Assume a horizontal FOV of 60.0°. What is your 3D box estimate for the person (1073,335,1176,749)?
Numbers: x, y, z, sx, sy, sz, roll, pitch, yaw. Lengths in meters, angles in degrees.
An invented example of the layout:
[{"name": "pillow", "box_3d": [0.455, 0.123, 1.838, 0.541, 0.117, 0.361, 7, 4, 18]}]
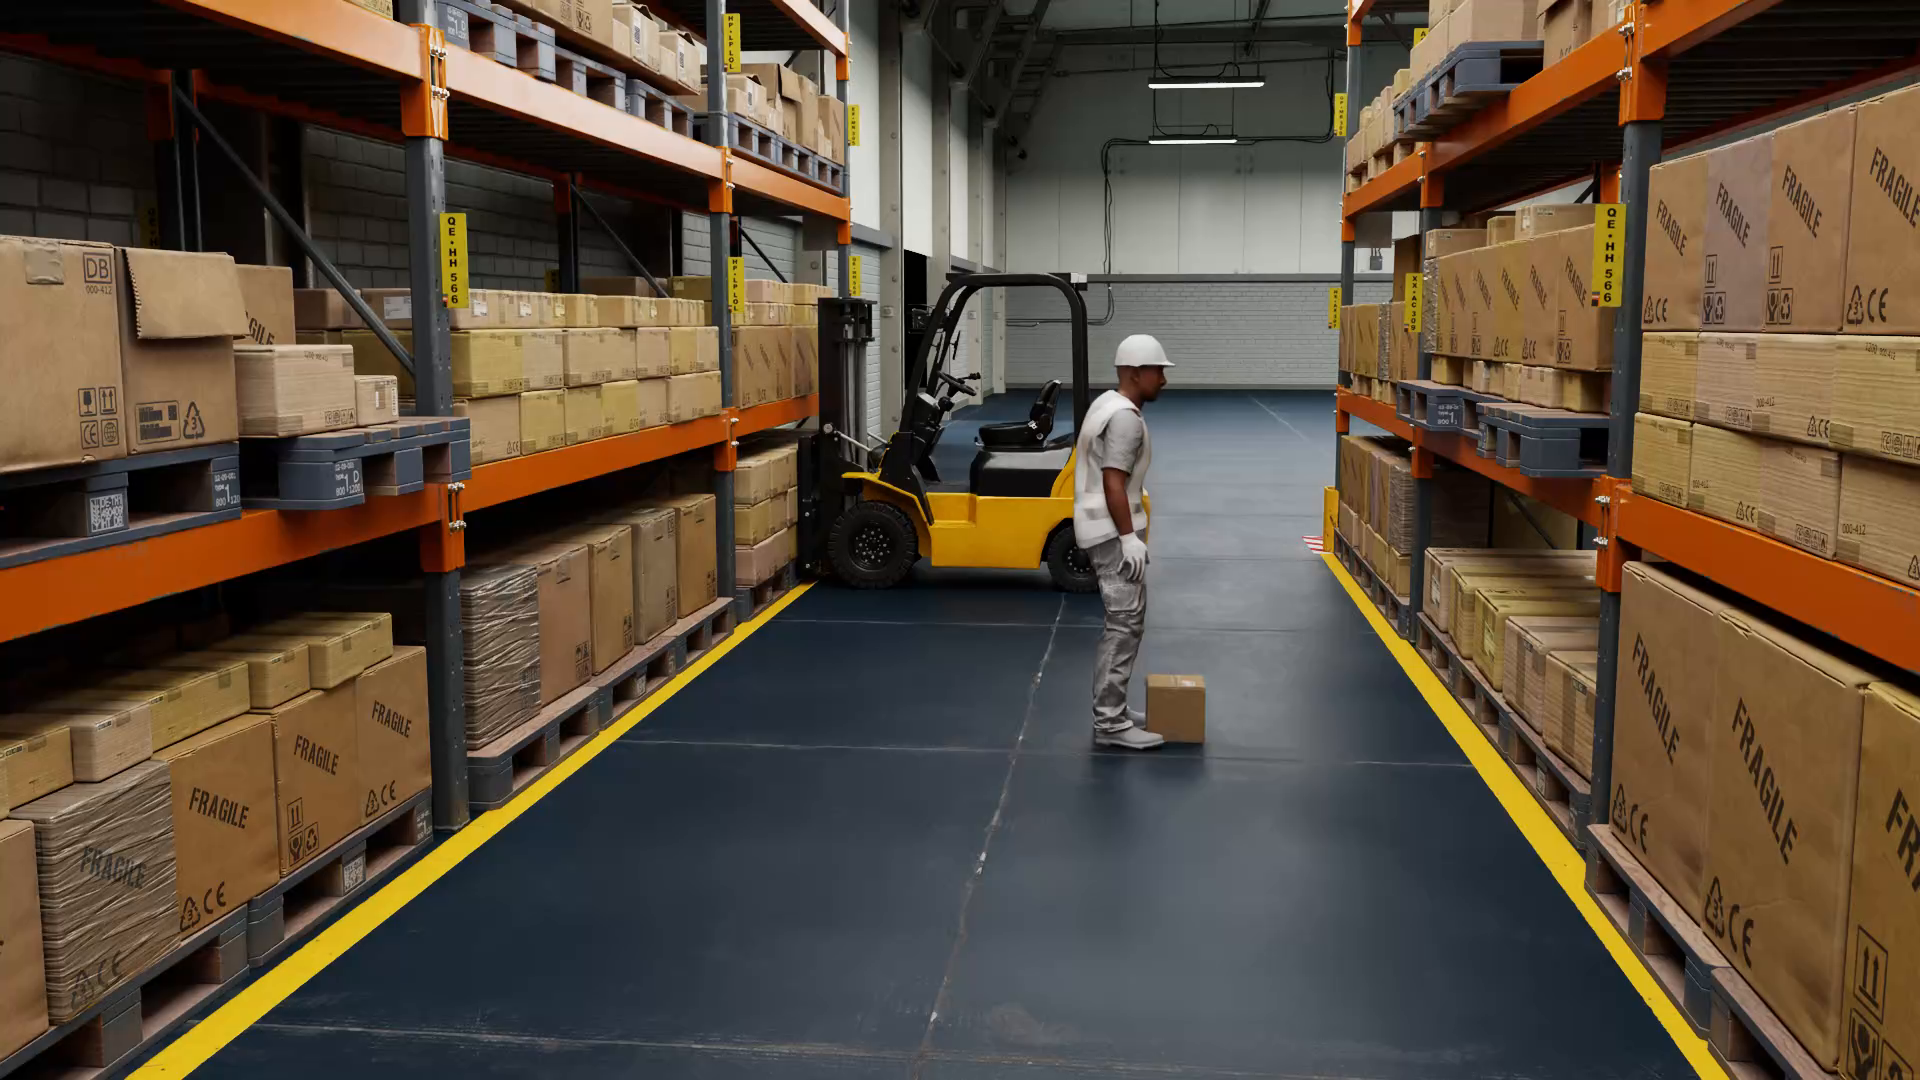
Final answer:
[{"name": "person", "box_3d": [0.718, -0.007, 7.303, 0.446, 1.774, 0.604, 1, 8, 4]}]
